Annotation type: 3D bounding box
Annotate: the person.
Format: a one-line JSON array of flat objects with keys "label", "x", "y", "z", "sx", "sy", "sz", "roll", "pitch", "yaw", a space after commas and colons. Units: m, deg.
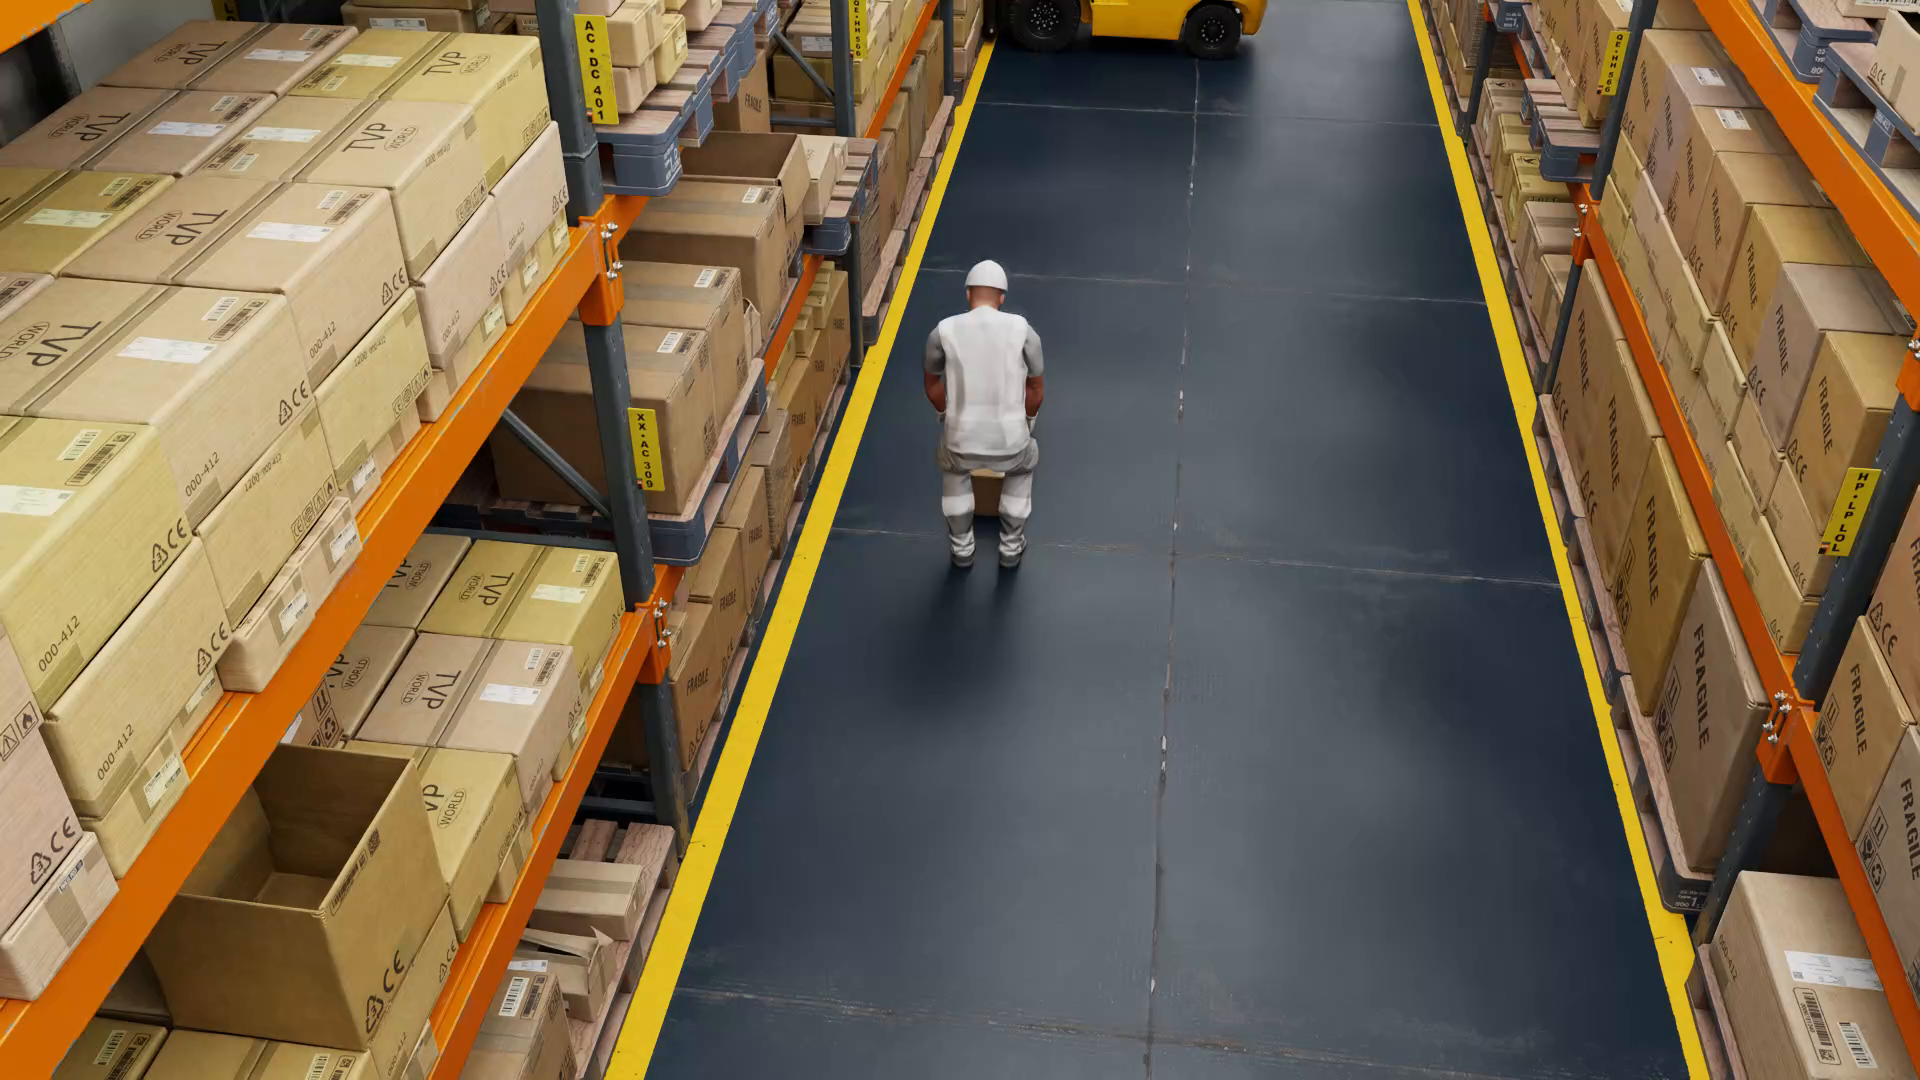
[{"label": "person", "x": 0.105, "y": -0.568, "z": 8.055, "sx": 0.581, "sy": 1.500, "sz": 0.711, "roll": 4, "pitch": 36, "yaw": 5}]
